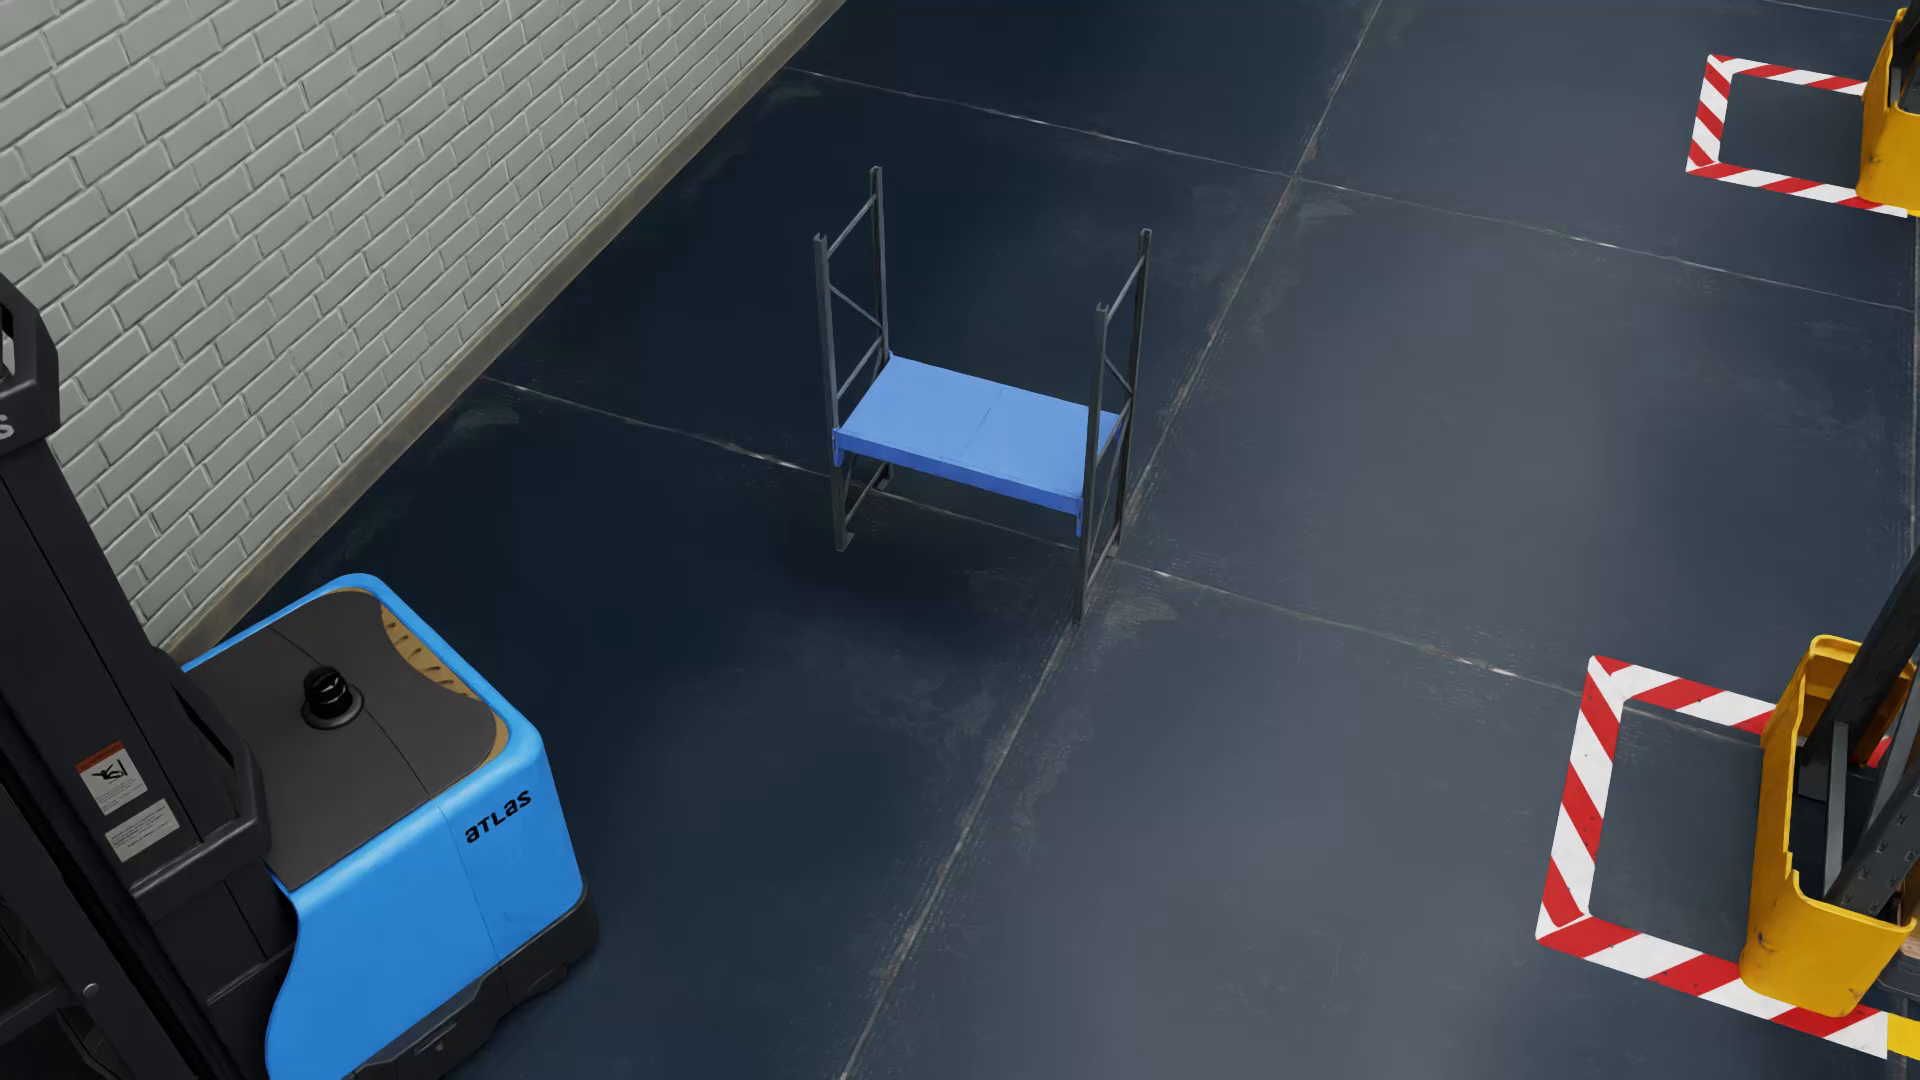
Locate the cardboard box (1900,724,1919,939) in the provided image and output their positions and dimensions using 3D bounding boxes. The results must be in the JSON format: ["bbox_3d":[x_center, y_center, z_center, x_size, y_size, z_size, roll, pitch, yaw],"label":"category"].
[{"bbox_3d":[3.512,0.762,5.066,0.875,0.875,0.875,16,47,16],"label":"cardboard box"}]

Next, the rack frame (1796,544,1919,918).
[{"bbox_3d":[2.891,0.036,4.587,0.127,3.000,1.000,16,47,16],"label":"rack frame"}]

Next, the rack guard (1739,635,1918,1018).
[{"bbox_3d":[2.869,0.916,5.475,0.348,0.500,1.175,16,47,16],"label":"rack guard"}]

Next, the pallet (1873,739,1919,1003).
[{"bbox_3d":[3.659,1.191,5.404,1.213,0.211,1.003,16,47,16],"label":"pallet"}]

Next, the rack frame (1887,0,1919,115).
[{"bbox_3d":[4.894,-3.165,7.805,0.127,3.000,1.000,16,47,16],"label":"rack frame"}]

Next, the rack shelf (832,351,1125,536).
[{"bbox_3d":[0.079,-0.381,6.325,1.000,0.185,0.538,16,47,16],"label":"rack shelf"}]

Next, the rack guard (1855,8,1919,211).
[{"bbox_3d":[4.964,-2.258,8.665,0.348,0.500,1.175,16,47,16],"label":"rack guard"}]

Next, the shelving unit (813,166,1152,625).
[{"bbox_3d":[0.079,-0.509,6.198,1.048,1.500,0.538,16,47,16],"label":"shelving unit"}]

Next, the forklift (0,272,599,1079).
[{"bbox_3d":[-2.563,0.774,3.894,1.130,2.935,3.031,35,55,30],"label":"forklift"}]

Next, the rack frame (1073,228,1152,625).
[{"bbox_3d":[0.548,-0.370,6.059,0.032,1.500,0.500,16,47,16],"label":"rack frame"}]

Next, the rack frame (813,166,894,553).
[{"bbox_3d":[-0.390,-0.647,6.336,0.032,1.500,0.500,16,47,16],"label":"rack frame"}]
